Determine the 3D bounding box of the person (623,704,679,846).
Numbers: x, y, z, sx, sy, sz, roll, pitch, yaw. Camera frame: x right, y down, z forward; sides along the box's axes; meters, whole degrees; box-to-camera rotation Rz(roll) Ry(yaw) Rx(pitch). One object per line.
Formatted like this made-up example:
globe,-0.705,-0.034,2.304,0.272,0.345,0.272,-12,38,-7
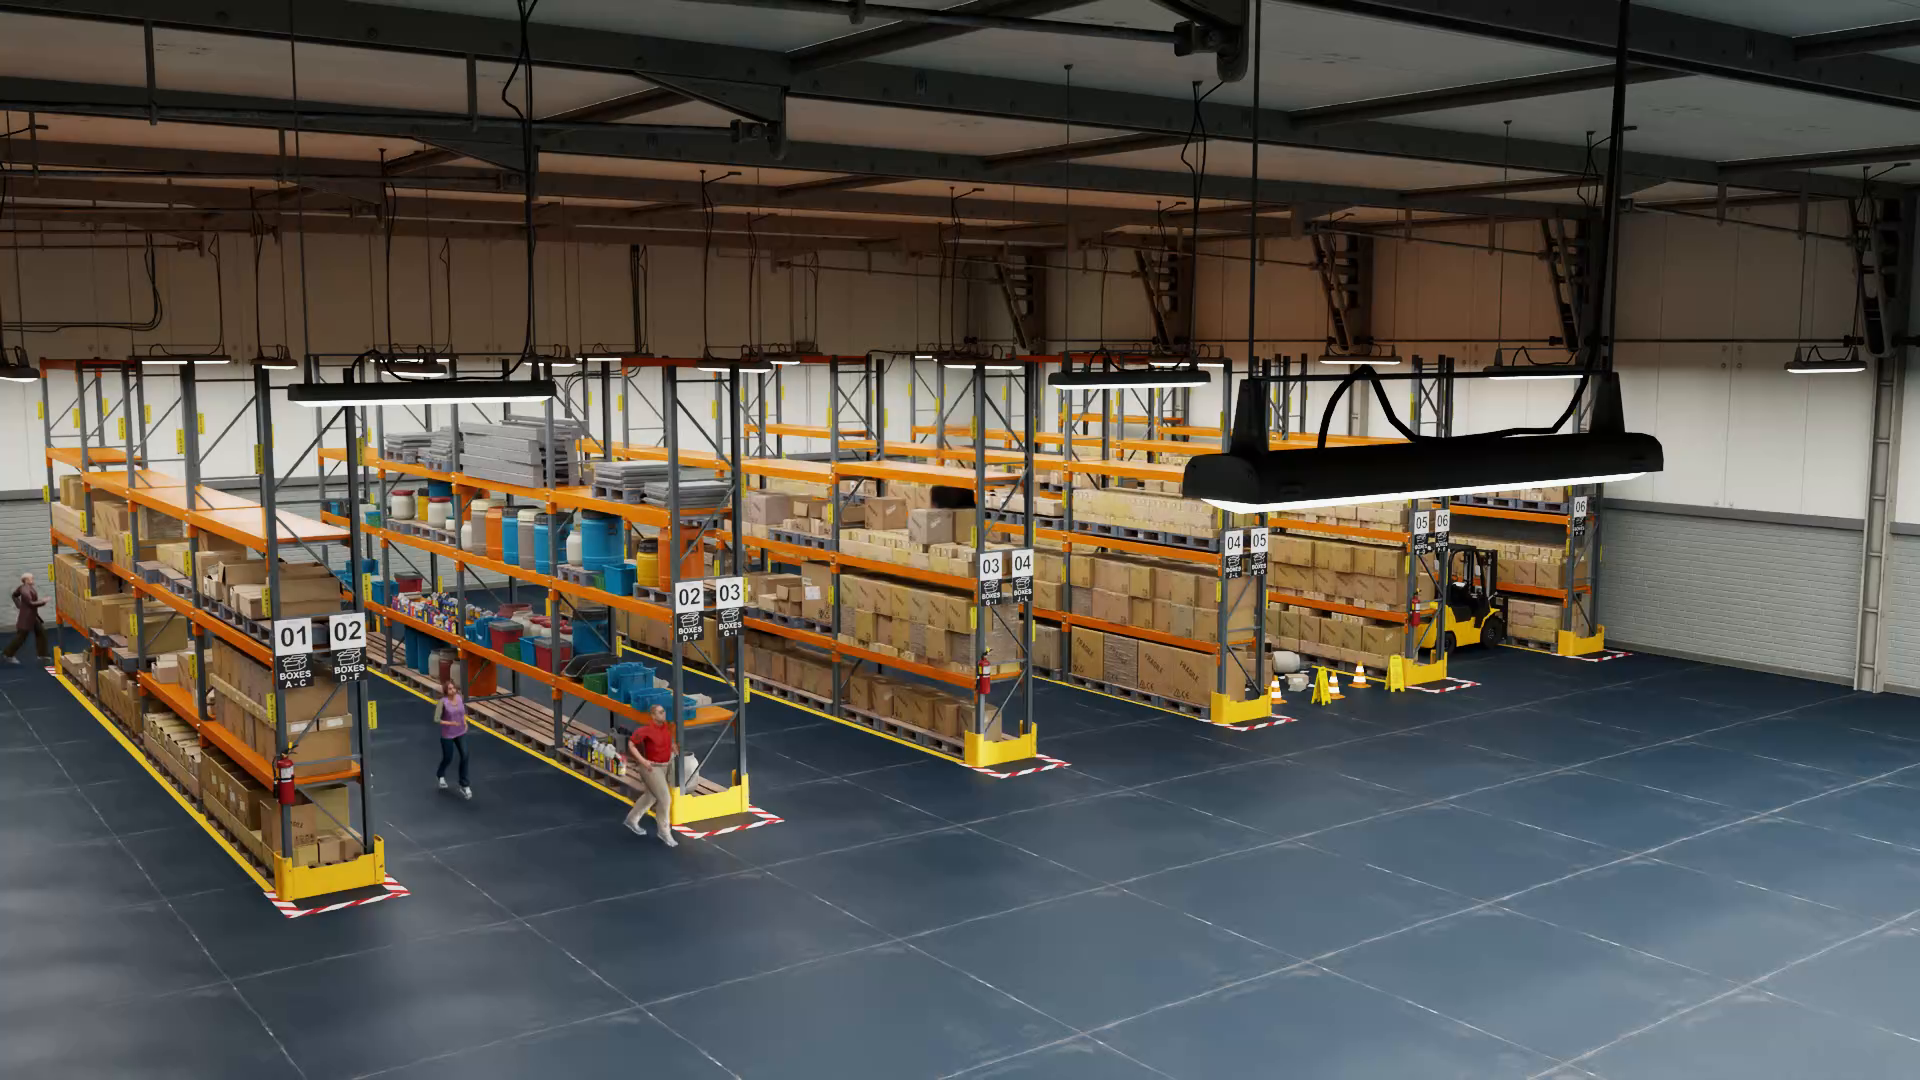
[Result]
person,-3.894,2.943,21.093,0.816,1.760,0.677,2,7,16

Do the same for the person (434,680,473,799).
person,-7.092,2.758,23.217,0.546,1.625,0.797,-6,9,-41

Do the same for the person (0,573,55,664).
person,-18.178,1.547,32.370,0.976,1.823,0.680,-3,7,-23
